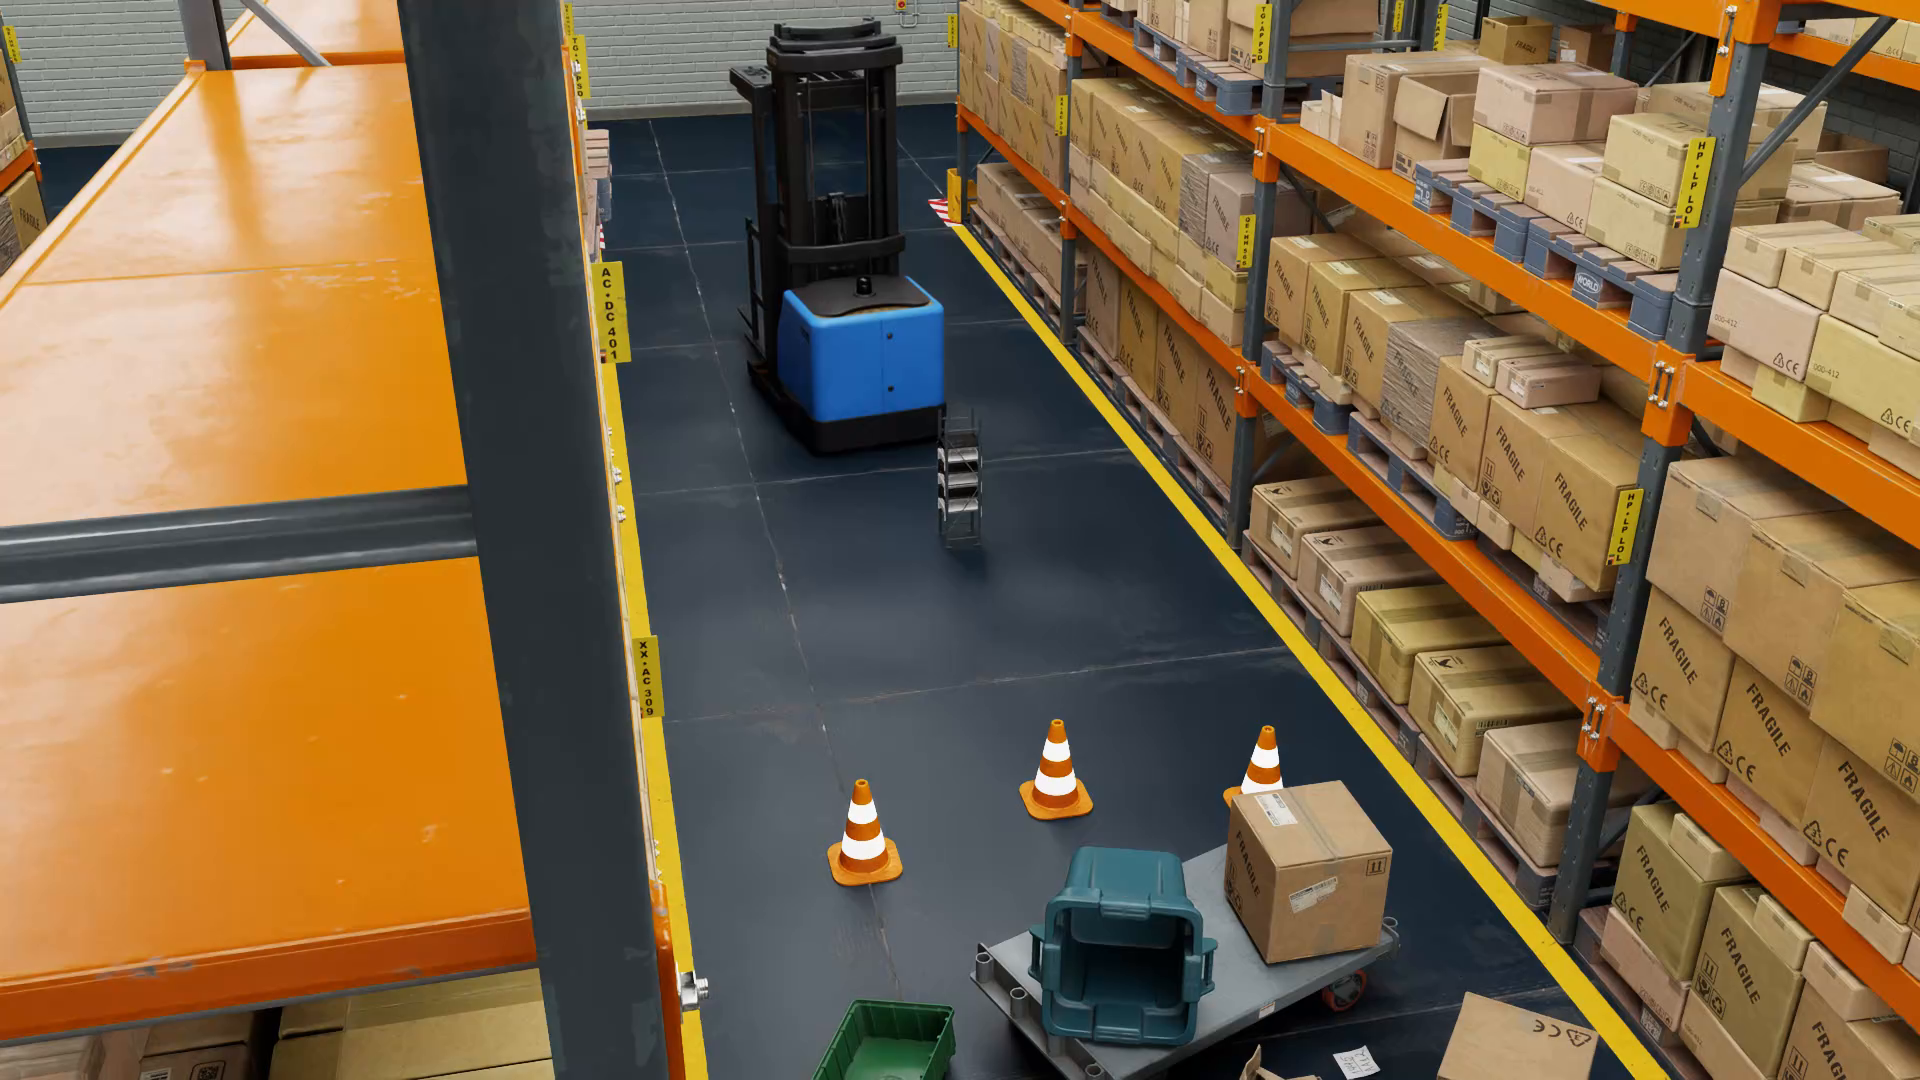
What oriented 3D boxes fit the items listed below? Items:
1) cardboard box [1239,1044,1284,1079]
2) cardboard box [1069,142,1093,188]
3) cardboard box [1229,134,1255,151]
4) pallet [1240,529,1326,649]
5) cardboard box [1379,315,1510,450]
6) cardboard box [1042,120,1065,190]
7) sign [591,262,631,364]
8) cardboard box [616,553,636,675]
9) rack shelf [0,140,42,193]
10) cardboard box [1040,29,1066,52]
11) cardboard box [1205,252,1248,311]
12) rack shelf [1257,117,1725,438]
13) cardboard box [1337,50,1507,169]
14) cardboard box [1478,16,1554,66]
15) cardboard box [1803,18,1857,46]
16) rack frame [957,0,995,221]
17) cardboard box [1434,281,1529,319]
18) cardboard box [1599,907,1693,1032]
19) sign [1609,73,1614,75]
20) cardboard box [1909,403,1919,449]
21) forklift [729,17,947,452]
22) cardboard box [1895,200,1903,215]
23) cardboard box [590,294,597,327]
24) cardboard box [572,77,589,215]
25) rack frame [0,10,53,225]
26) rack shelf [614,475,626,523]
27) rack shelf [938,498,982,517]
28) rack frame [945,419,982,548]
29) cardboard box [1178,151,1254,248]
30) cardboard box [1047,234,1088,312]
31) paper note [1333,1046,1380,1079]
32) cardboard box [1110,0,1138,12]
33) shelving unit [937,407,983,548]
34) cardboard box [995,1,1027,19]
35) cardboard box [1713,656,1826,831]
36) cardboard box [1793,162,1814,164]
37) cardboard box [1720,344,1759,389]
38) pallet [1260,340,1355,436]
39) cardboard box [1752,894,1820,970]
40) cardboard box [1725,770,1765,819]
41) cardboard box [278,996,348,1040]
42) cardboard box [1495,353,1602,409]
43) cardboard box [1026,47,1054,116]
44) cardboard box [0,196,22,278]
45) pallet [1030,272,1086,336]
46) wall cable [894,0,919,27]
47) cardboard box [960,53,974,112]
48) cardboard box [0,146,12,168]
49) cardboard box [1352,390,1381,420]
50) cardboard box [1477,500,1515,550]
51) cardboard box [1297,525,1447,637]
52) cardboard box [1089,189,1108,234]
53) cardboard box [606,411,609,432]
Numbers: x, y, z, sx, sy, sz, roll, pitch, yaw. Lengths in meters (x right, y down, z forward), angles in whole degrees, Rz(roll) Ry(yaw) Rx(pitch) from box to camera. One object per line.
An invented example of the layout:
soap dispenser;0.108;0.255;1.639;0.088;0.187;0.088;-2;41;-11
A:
cardboard box;1.264;2.206;6.431;0.396;0.266;0.258;19;32;32
cardboard box;1.193;-3.036;13.395;0.500;0.250;0.500;-7;28;-13
cardboard box;2.174;-2.524;11.547;0.500;0.500;0.500;-5;27;-10
pallet;2.445;0.242;10.383;1.003;0.211;1.213;-6;27;-12
cardboard box;2.502;-0.809;8.463;0.500;0.500;0.500;-7;28;-14
cardboard box;1.015;-3.324;14.243;0.500;0.500;0.500;-6;27;-11
sign;-1.088;-0.705;5.174;0.100;0.325;0.005;-6;27;-12
cardboard box;-0.778;0.161;2.936;0.380;0.149;0.250;-6;27;-12
rack shelf;-8.737;-2.653;13.821;1.077;0.370;4.000;-6;27;-12
cardboard box;0.914;-4.332;14.410;0.380;0.149;0.250;-6;27;-12
cardboard box;1.913;-1.689;10.726;0.500;0.250;0.500;-6;27;-12
rack shelf;2.721;-1.486;8.181;1.077;0.370;4.000;-6;27;-12
cardboard box;2.474;-2.313;8.909;0.700;0.500;0.500;-6;27;-12
cardboard box;5.480;-4.879;16.439;0.500;0.500;0.500;-5;27;-10
cardboard box;6.526;-3.765;12.064;0.500;0.250;0.500;-6;27;-12
rack frame;0.467;-4.858;17.392;1.000;3.000;0.127;-6;27;-12
cardboard box;2.885;-1.092;9.024;0.500;0.500;0.500;-8;28;-15
cardboard box;3.041;1.736;6.913;0.500;0.250;0.500;-7;28;-14
sign;5.677;-3.936;14.604;0.100;0.325;0.005;-6;27;-12
cardboard box;3.229;-0.327;4.923;0.500;0.250;0.500;-6;27;-11
forklift;-1.105;-2.596;12.987;1.130;2.935;3.031;-10;28;-19
cardboard box;6.552;-2.402;12.228;0.500;0.250;0.500;-7;28;-14
cardboard box;-1.123;-0.509;4.263;0.380;0.149;0.250;-6;27;-12
cardboard box;-1.865;-1.680;7.079;0.500;0.500;0.500;-6;27;-12
rack frame;-9.188;-3.852;15.399;1.000;3.000;0.127;-6;27;-12
rack shelf;-1.178;0.817;3.618;1.077;0.370;4.000;-6;27;-12
rack shelf;-0.002;-0.215;10.997;0.258;0.077;0.200;-6;27;-12
rack frame;0.021;-0.361;10.812;0.240;0.900;0.006;-6;27;-12
cardboard box;1.775;-2.262;11.028;0.500;0.500;0.500;-5;27;-11
cardboard box;1.332;-2.432;14.964;0.875;0.438;0.875;-6;27;-12
paper note;1.629;2.141;6.820;0.148;0.019;0.142;-6;27;-12
cardboard box;1.313;-3.933;12.024;0.380;0.166;0.250;-8;28;-15
shelving unit;-0.002;-0.405;10.901;0.258;0.900;0.210;-6;27;-12
cardboard box;0.540;-4.997;15.728;0.380;0.149;0.250;-6;27;-11
cardboard box;3.135;0.672;5.995;0.500;0.500;0.500;-6;27;-12
cardboard box;3.315;-1.569;7.248;0.500;0.250;0.500;-6;27;-12
cardboard box;3.001;-0.653;6.012;0.380;0.149;0.250;-6;27;-12
pallet;2.534;-0.958;9.879;1.213;0.211;1.003;-6;27;-12
cardboard box;3.129;1.399;6.030;0.380;0.149;0.250;-5;27;-10
cardboard box;3.127;0.912;6.239;0.380;0.149;0.250;-6;27;-12
cardboard box;-0.701;0.615;2.479;0.500;0.250;0.500;-6;27;-12
cardboard box;2.679;-0.725;7.578;0.380;0.149;0.250;-7;28;-13
cardboard box;0.887;-3.996;14.463;0.500;0.500;0.500;-6;27;-12
cardboard box;-8.761;-2.418;14.451;0.875;0.875;0.875;-6;27;-12
pallet;1.273;-2.199;15.219;1.003;0.211;1.213;-6;27;-12
wall cable;-0.826;-7.799;22.056;0.585;1.953;0.123;-6;27;-12
cardboard box;0.296;-4.663;16.895;0.500;0.500;0.500;-6;27;-12
cardboard box;-8.671;-3.392;14.766;0.380;0.149;0.250;-6;27;-11
cardboard box;2.382;-0.787;9.139;0.380;0.149;0.250;-4;27;-9
cardboard box;2.651;-0.090;7.759;0.380;0.149;0.250;-6;27;-12
cardboard box;2.562;0.212;9.798;0.950;0.372;0.625;-6;27;-13
cardboard box;1.329;-2.588;13.061;0.500;0.250;0.500;-7;28;-13
cardboard box;-1.178;-0.264;4.663;0.380;0.149;0.250;-6;27;-11
